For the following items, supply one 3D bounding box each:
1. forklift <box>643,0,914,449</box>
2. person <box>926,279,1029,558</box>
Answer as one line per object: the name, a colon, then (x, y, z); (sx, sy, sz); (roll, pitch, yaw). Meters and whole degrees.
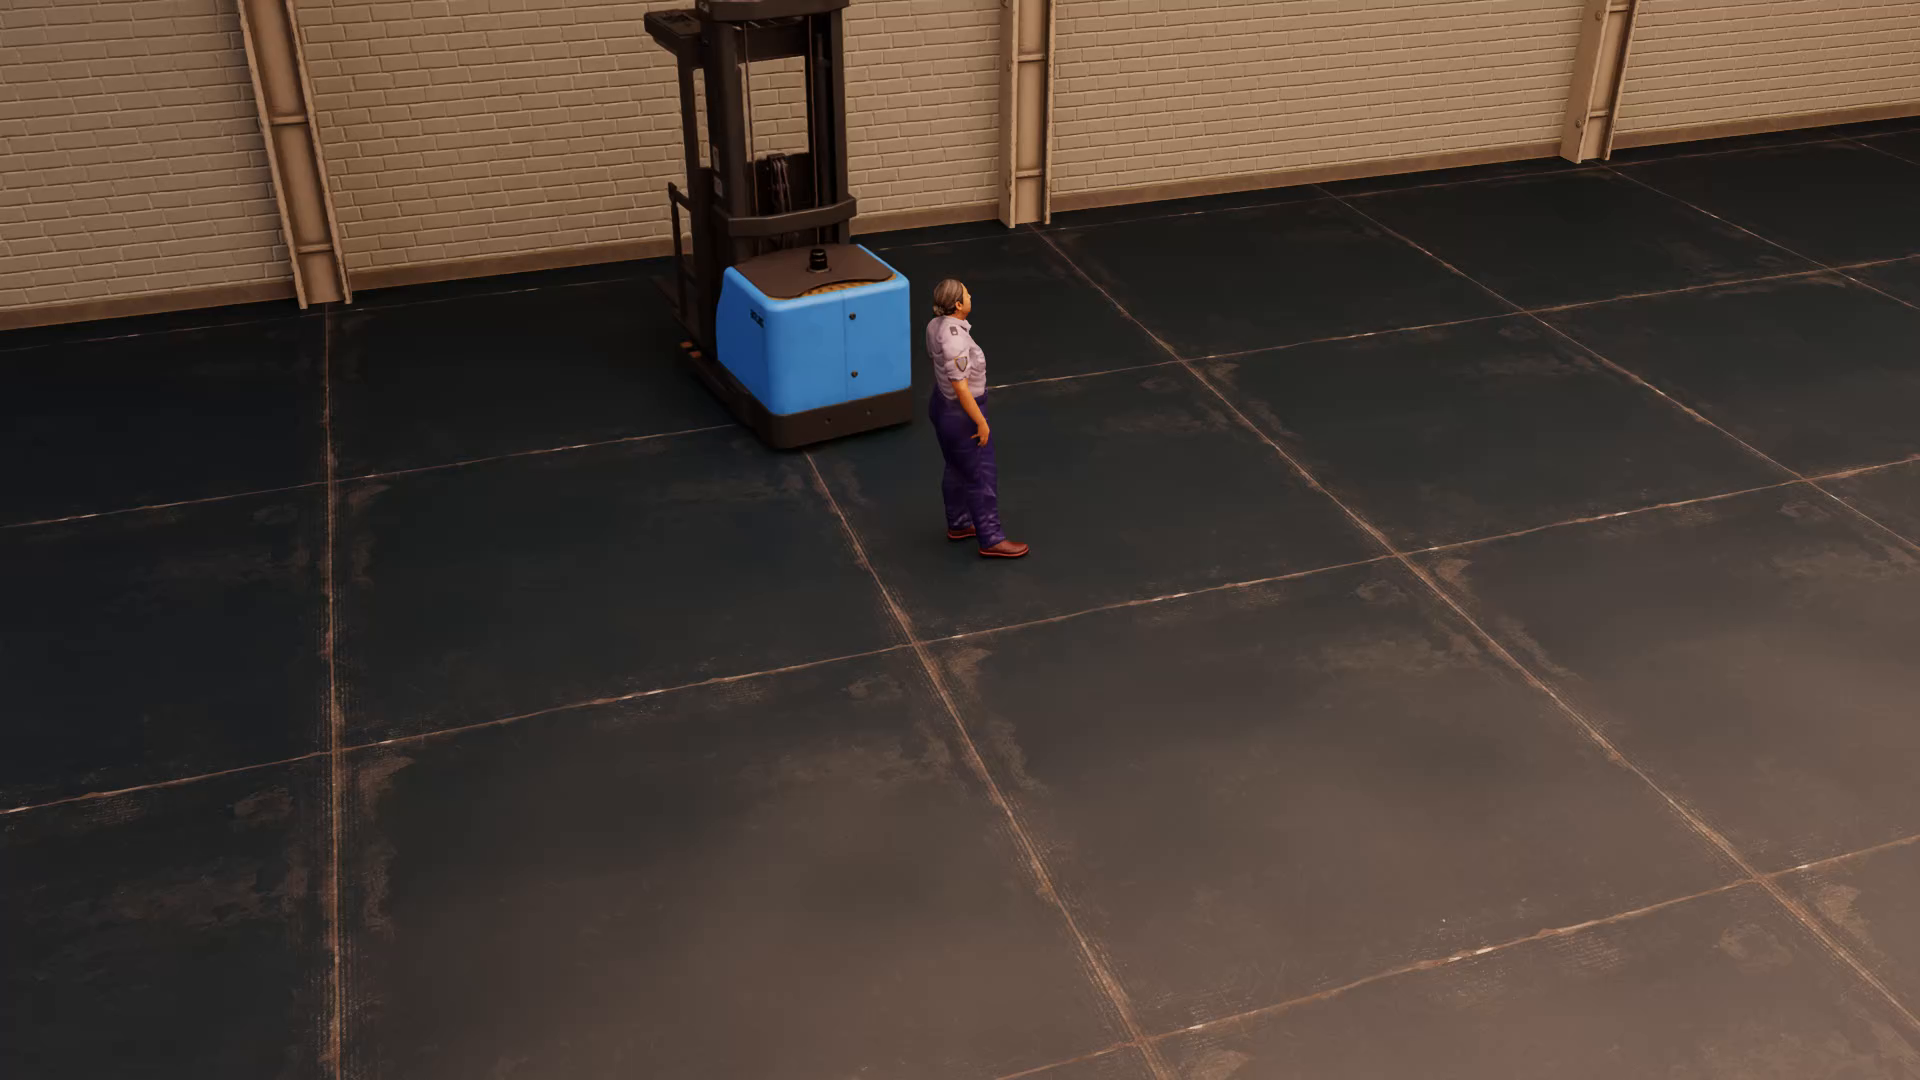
forklift: (-1.448, -2.578, 11.568); (1.130, 2.935, 3.031); (-15, 33, -24)
person: (0.092, -0.724, 9.618); (0.503, 1.650, 0.599); (-10, 31, -16)
